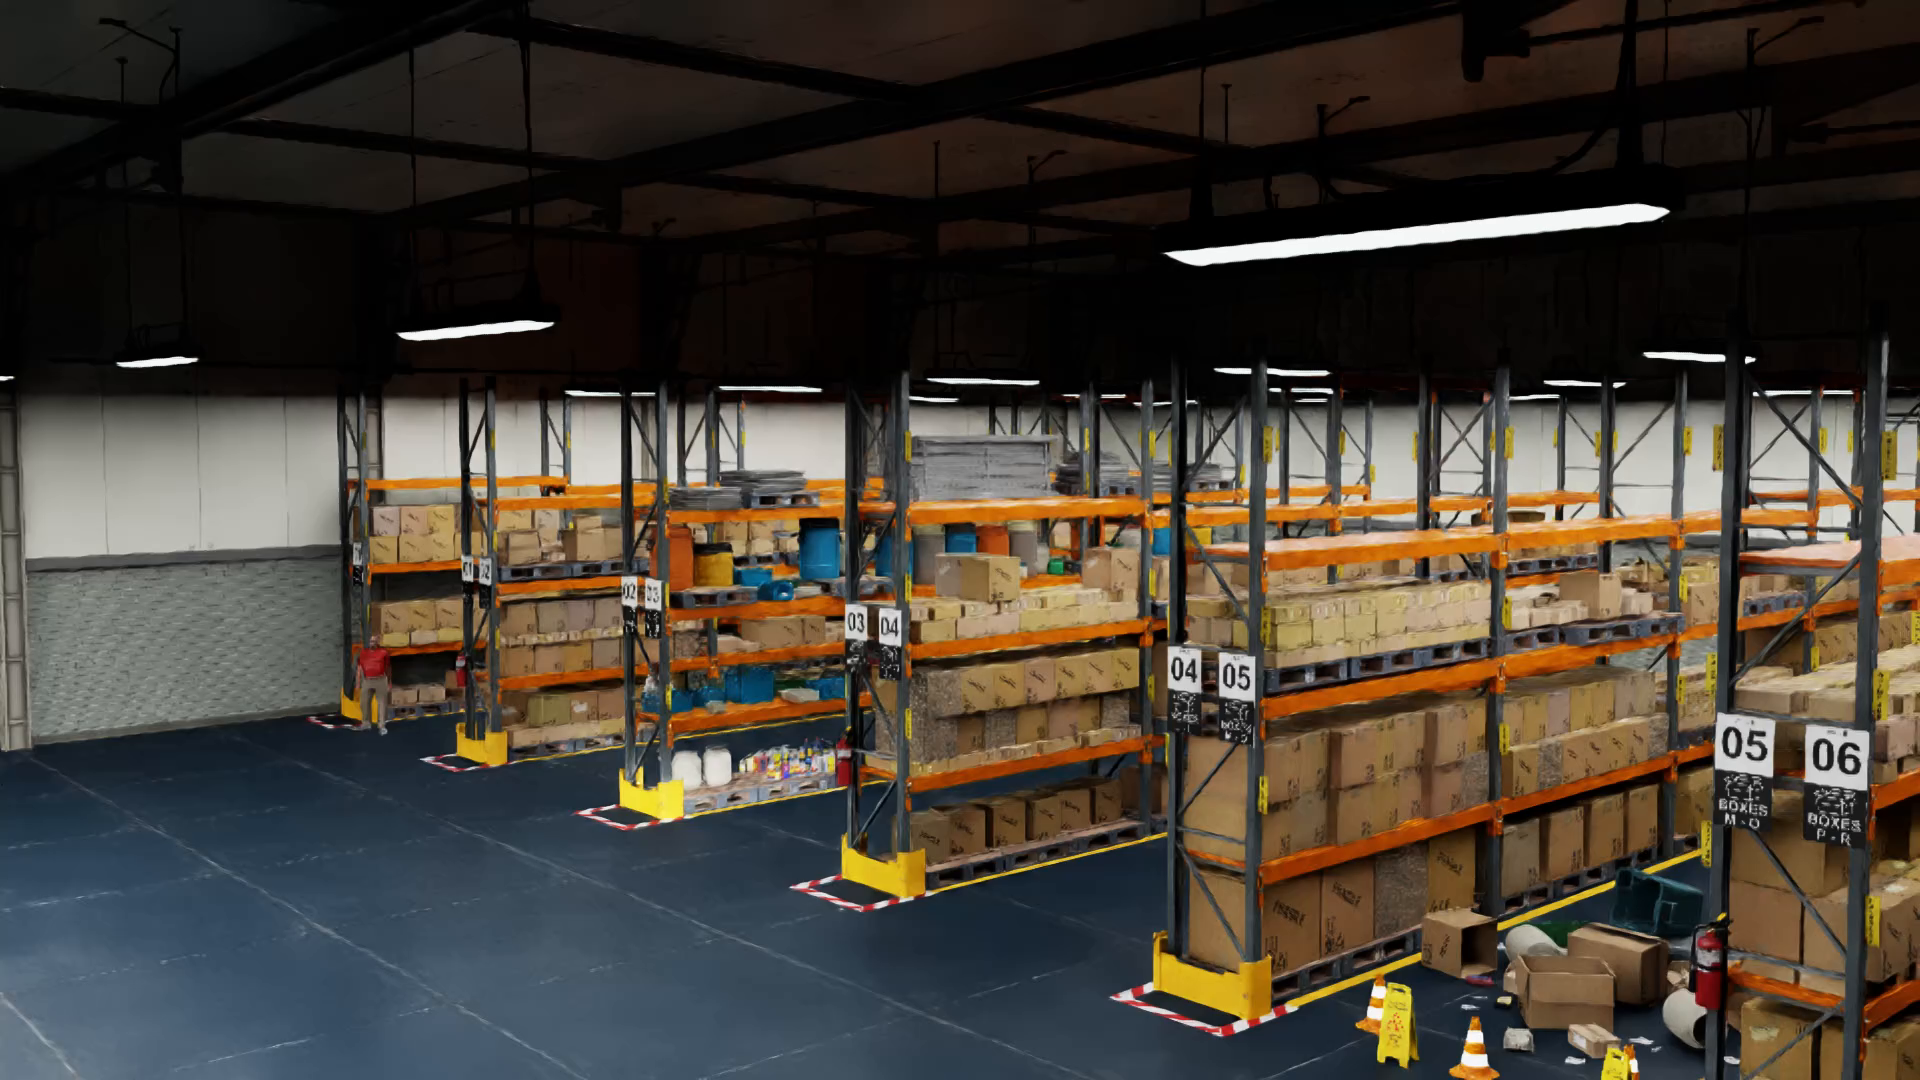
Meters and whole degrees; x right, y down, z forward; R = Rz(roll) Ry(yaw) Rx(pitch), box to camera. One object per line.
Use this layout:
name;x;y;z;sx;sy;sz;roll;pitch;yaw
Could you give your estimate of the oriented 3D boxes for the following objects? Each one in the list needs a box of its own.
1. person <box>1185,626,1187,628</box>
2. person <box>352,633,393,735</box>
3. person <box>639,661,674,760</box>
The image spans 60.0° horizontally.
person;4.599;2.006;34.748;0.659;1.726;0.382;-3;5;-41
person;-10.097;2.485;28.430;0.722;1.641;0.504;0;4;1
person;-4.732;2.658;26.348;0.554;1.526;0.785;2;4;30
